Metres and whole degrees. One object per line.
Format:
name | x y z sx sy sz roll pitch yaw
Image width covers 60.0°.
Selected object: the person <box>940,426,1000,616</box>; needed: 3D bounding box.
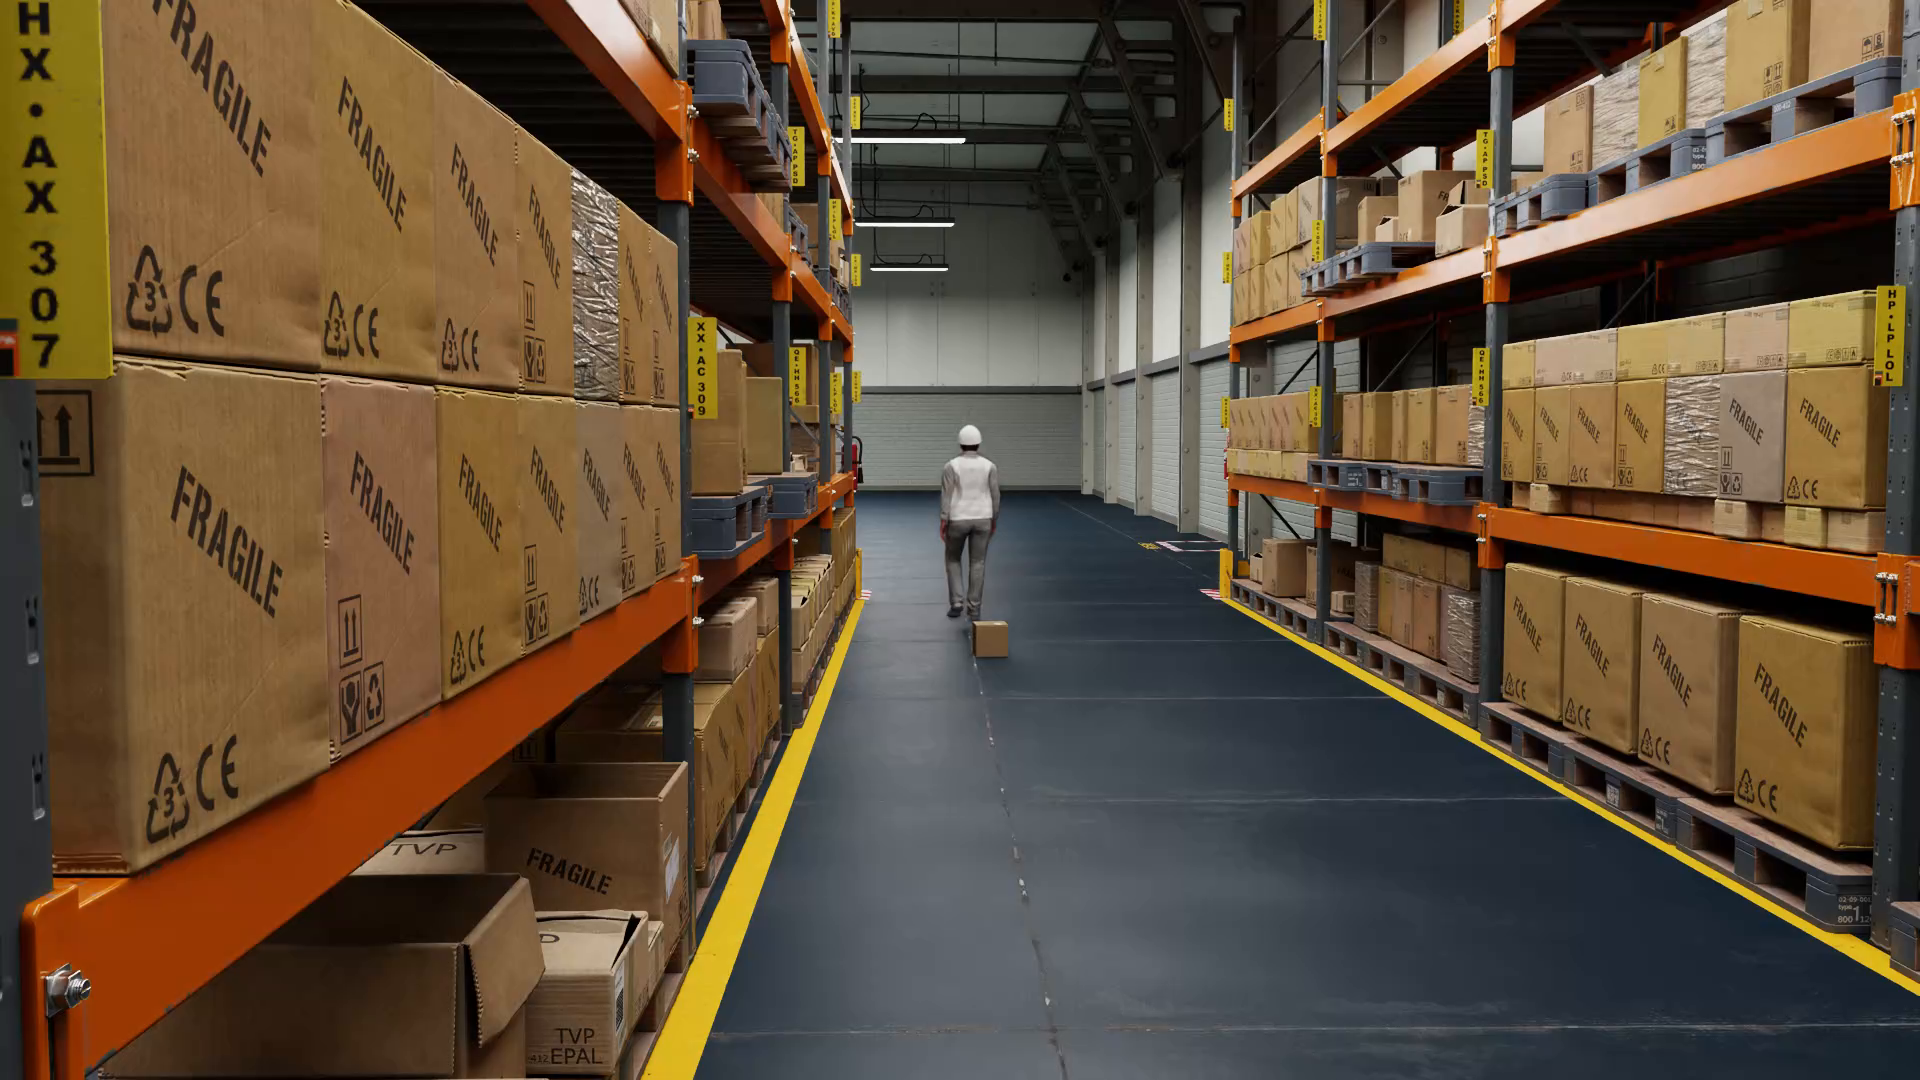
person | 0.085 -0.146 15.504 0.571 1.833 0.651 0 4 -5
